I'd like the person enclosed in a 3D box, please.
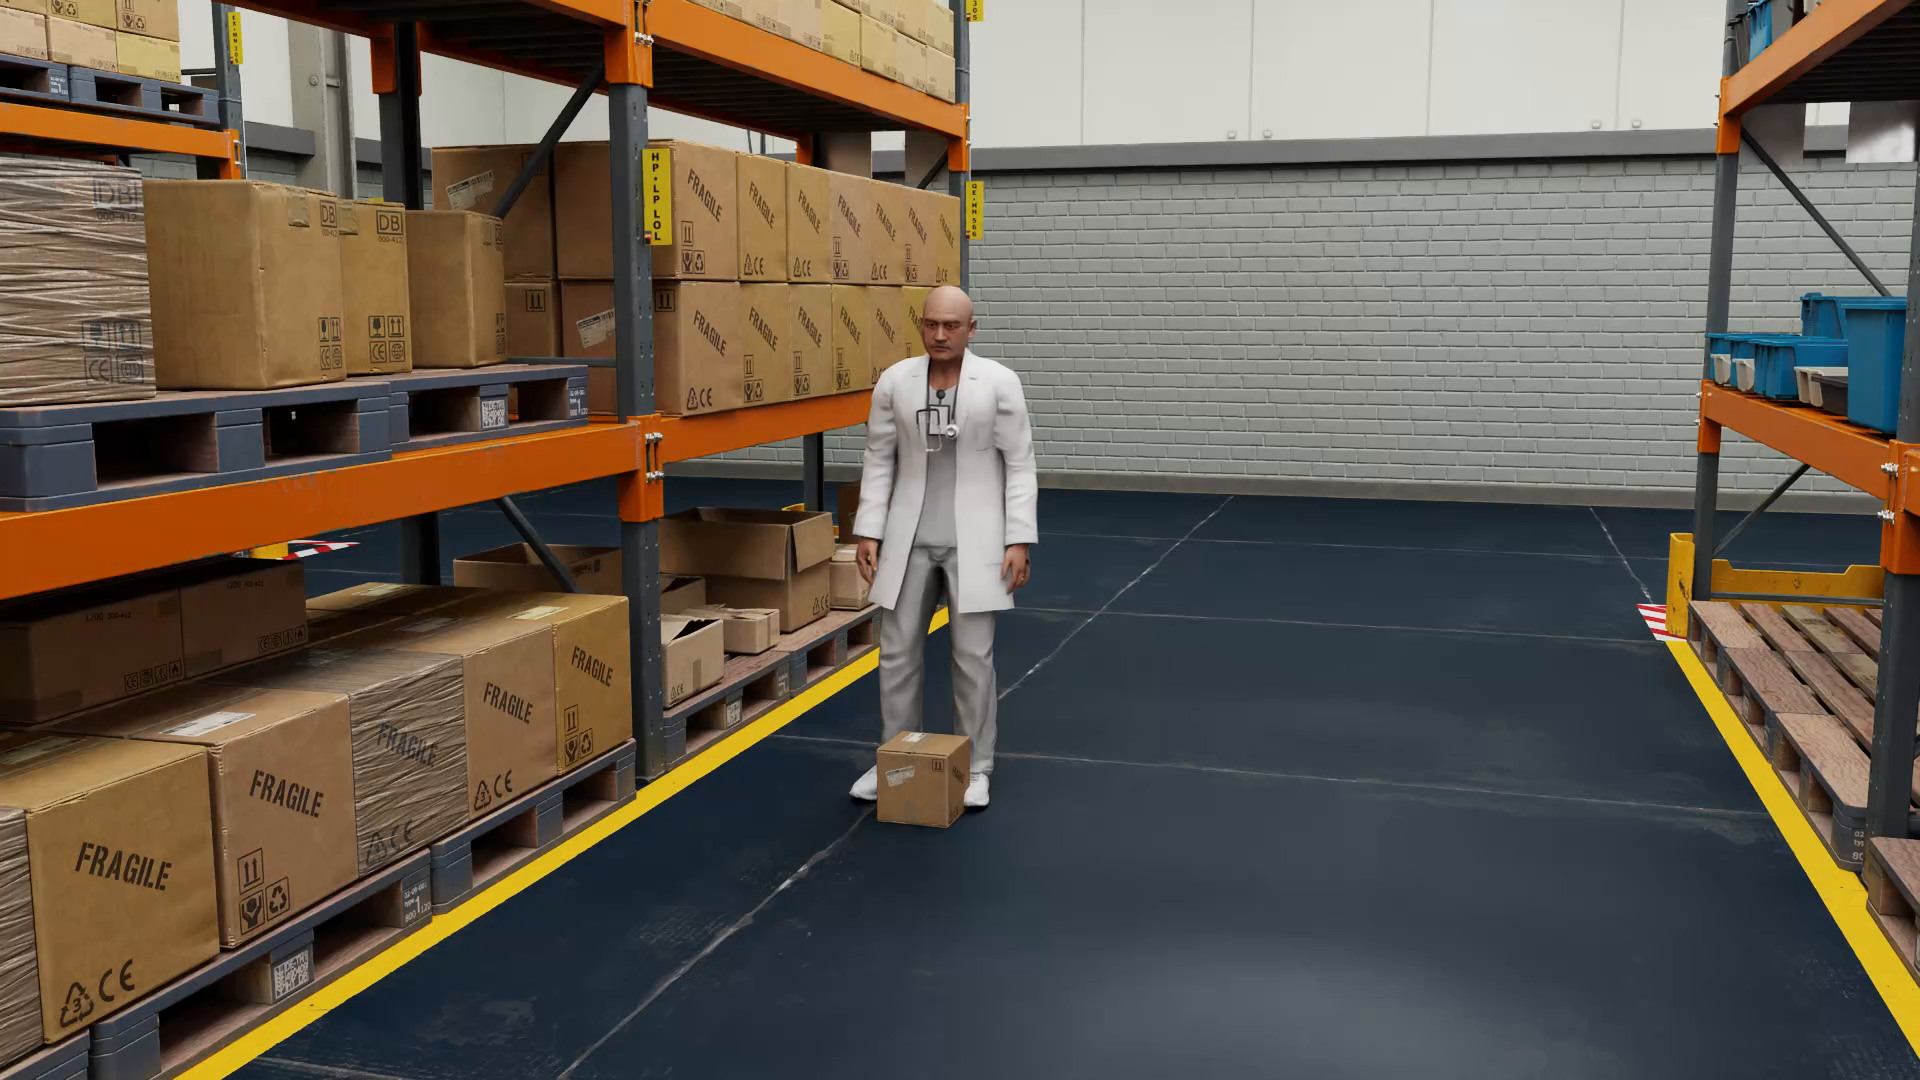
[{"bbox_3d":[-0.051,0.019,5.746,0.655,1.775,0.419,2,8,13],"label":"person"}]
